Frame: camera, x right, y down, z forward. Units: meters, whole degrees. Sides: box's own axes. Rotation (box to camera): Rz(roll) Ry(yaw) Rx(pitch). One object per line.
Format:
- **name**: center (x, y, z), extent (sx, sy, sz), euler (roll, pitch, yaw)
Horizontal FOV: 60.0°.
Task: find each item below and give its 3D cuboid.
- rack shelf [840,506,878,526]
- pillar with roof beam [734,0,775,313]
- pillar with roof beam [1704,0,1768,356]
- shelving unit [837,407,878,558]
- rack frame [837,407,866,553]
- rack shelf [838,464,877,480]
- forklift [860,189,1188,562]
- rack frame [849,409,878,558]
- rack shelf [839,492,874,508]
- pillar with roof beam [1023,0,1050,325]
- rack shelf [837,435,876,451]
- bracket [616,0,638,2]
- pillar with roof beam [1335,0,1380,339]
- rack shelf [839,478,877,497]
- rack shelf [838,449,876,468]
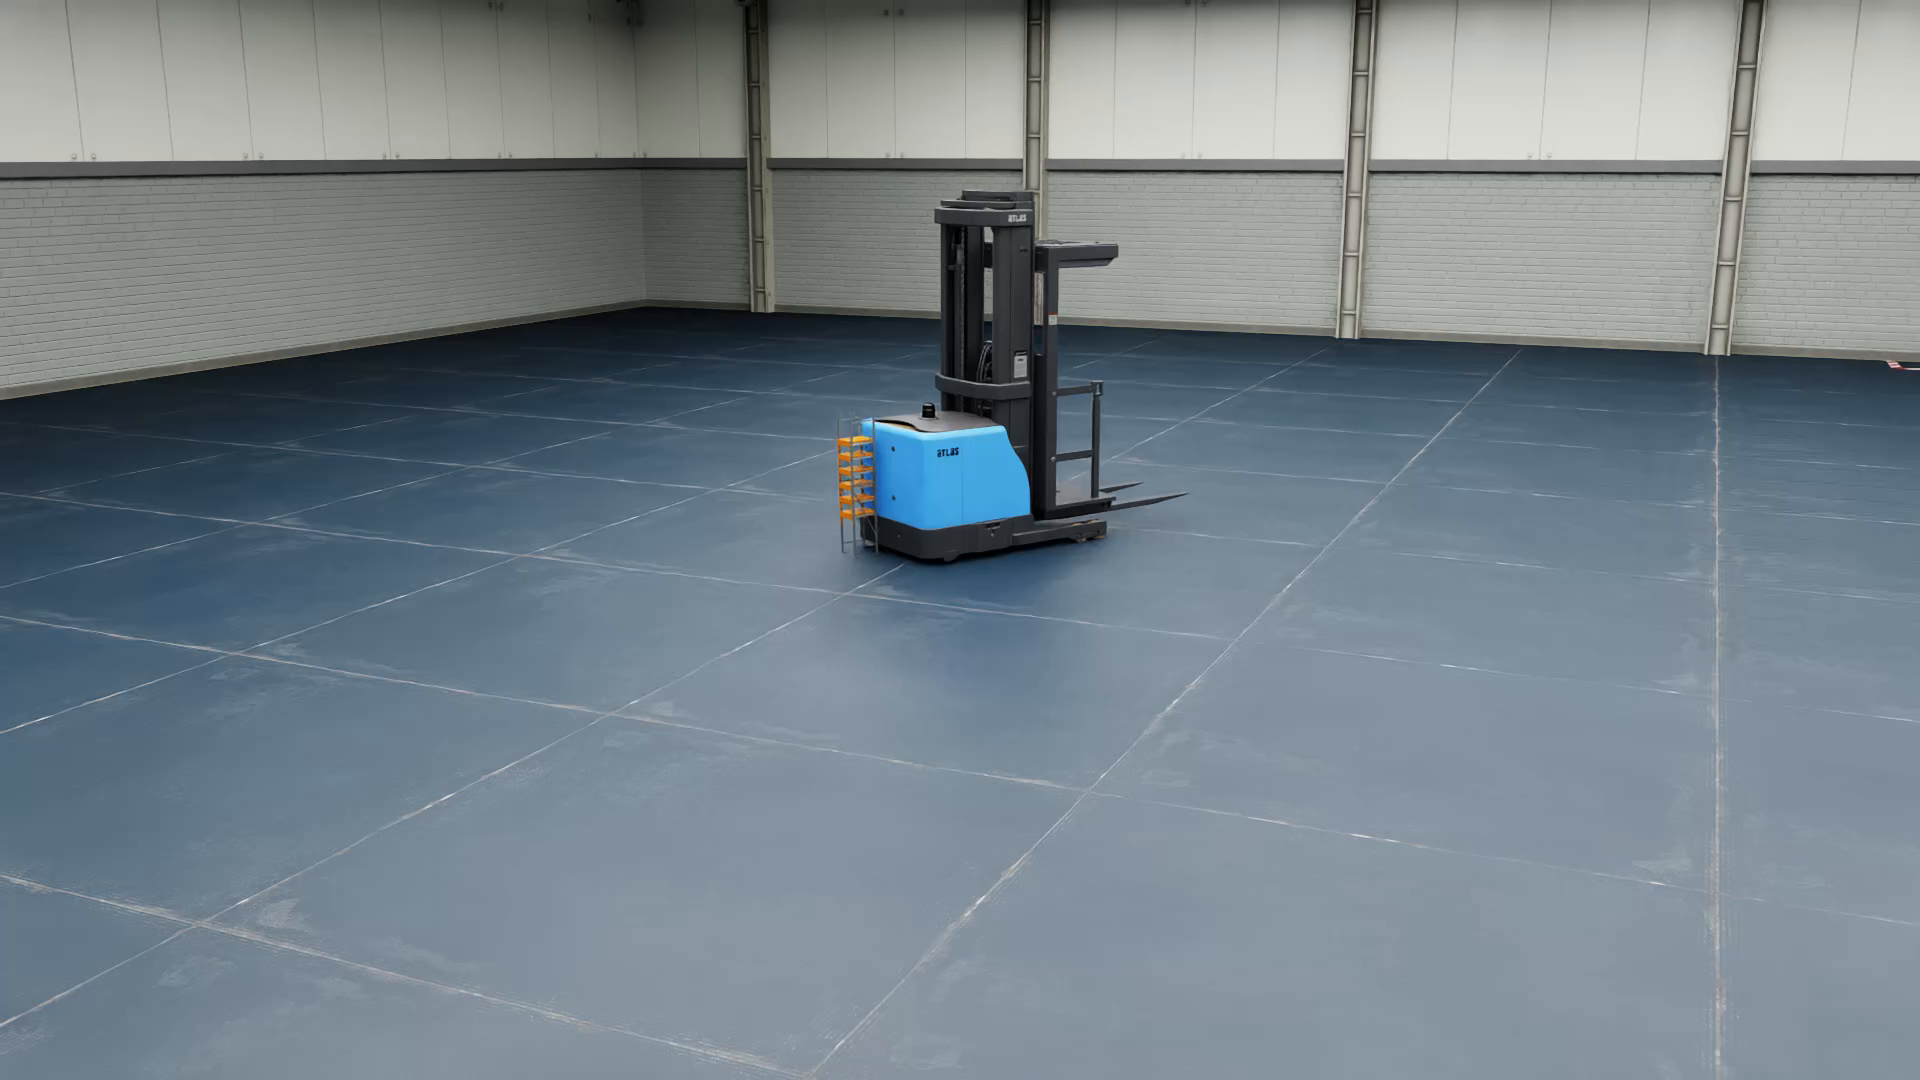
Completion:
- **rack shelf**: center (-0.835, -0.197, 13.703), extent (0.258, 0.103, 0.180), euler (-11, 17, -36)
- **pillar with roof beam**: center (-5.806, -8.192, 29.468), extent (0.548, 9.000, 9.100), euler (6, 14, 23)
- **pillar with roof beam**: center (10.651, -6.526, 22.370), extent (0.400, 9.000, 9.100), euler (6, 14, 23)
- **shelving unit**: center (-0.839, -0.474, 13.637), extent (0.258, 1.200, 0.189), euler (-11, 17, -36)
- **rack frame**: center (-0.894, -0.490, 13.709), extent (0.240, 1.200, 0.006), euler (-11, 17, -36)
- **rack shelf**: center (-0.841, -0.548, 13.620), extent (0.258, 0.103, 0.180), euler (-11, 17, -36)
- **forklift**: center (0.649, -1.495, 14.209), extent (3.031, 2.935, 1.130), euler (-9, 16, -35)
- **rack frame**: center (-0.784, -0.458, 13.566), extent (0.240, 1.200, 0.006), euler (-11, 17, -36)
- **rack shelf**: center (-0.837, -0.314, 13.675), extent (0.258, 0.103, 0.180), euler (-11, 17, -36)
- **pillar with roof beam**: center (-0.321, -7.637, 27.102), extent (0.400, 9.000, 9.100), euler (6, 14, 23)
- **rack shelf**: center (-0.844, -0.781, 13.565), extent (0.258, 0.103, 0.180), euler (-11, 17, -36)
- **bracket**: center (-6.753, -11.027, 33.671), extent (0.430, 0.232, 0.235), euler (6, 14, 23)
- **pillar with roof beam**: center (5.165, -7.082, 24.736), extent (0.400, 9.000, 9.100), euler (6, 14, 23)
- **rack shelf**: center (-0.839, -0.431, 13.648), extent (0.258, 0.103, 0.180), euler (-11, 17, -36)
- **rack shelf**: center (-0.842, -0.664, 13.592), extent (0.258, 0.103, 0.180), euler (-11, 17, -36)
